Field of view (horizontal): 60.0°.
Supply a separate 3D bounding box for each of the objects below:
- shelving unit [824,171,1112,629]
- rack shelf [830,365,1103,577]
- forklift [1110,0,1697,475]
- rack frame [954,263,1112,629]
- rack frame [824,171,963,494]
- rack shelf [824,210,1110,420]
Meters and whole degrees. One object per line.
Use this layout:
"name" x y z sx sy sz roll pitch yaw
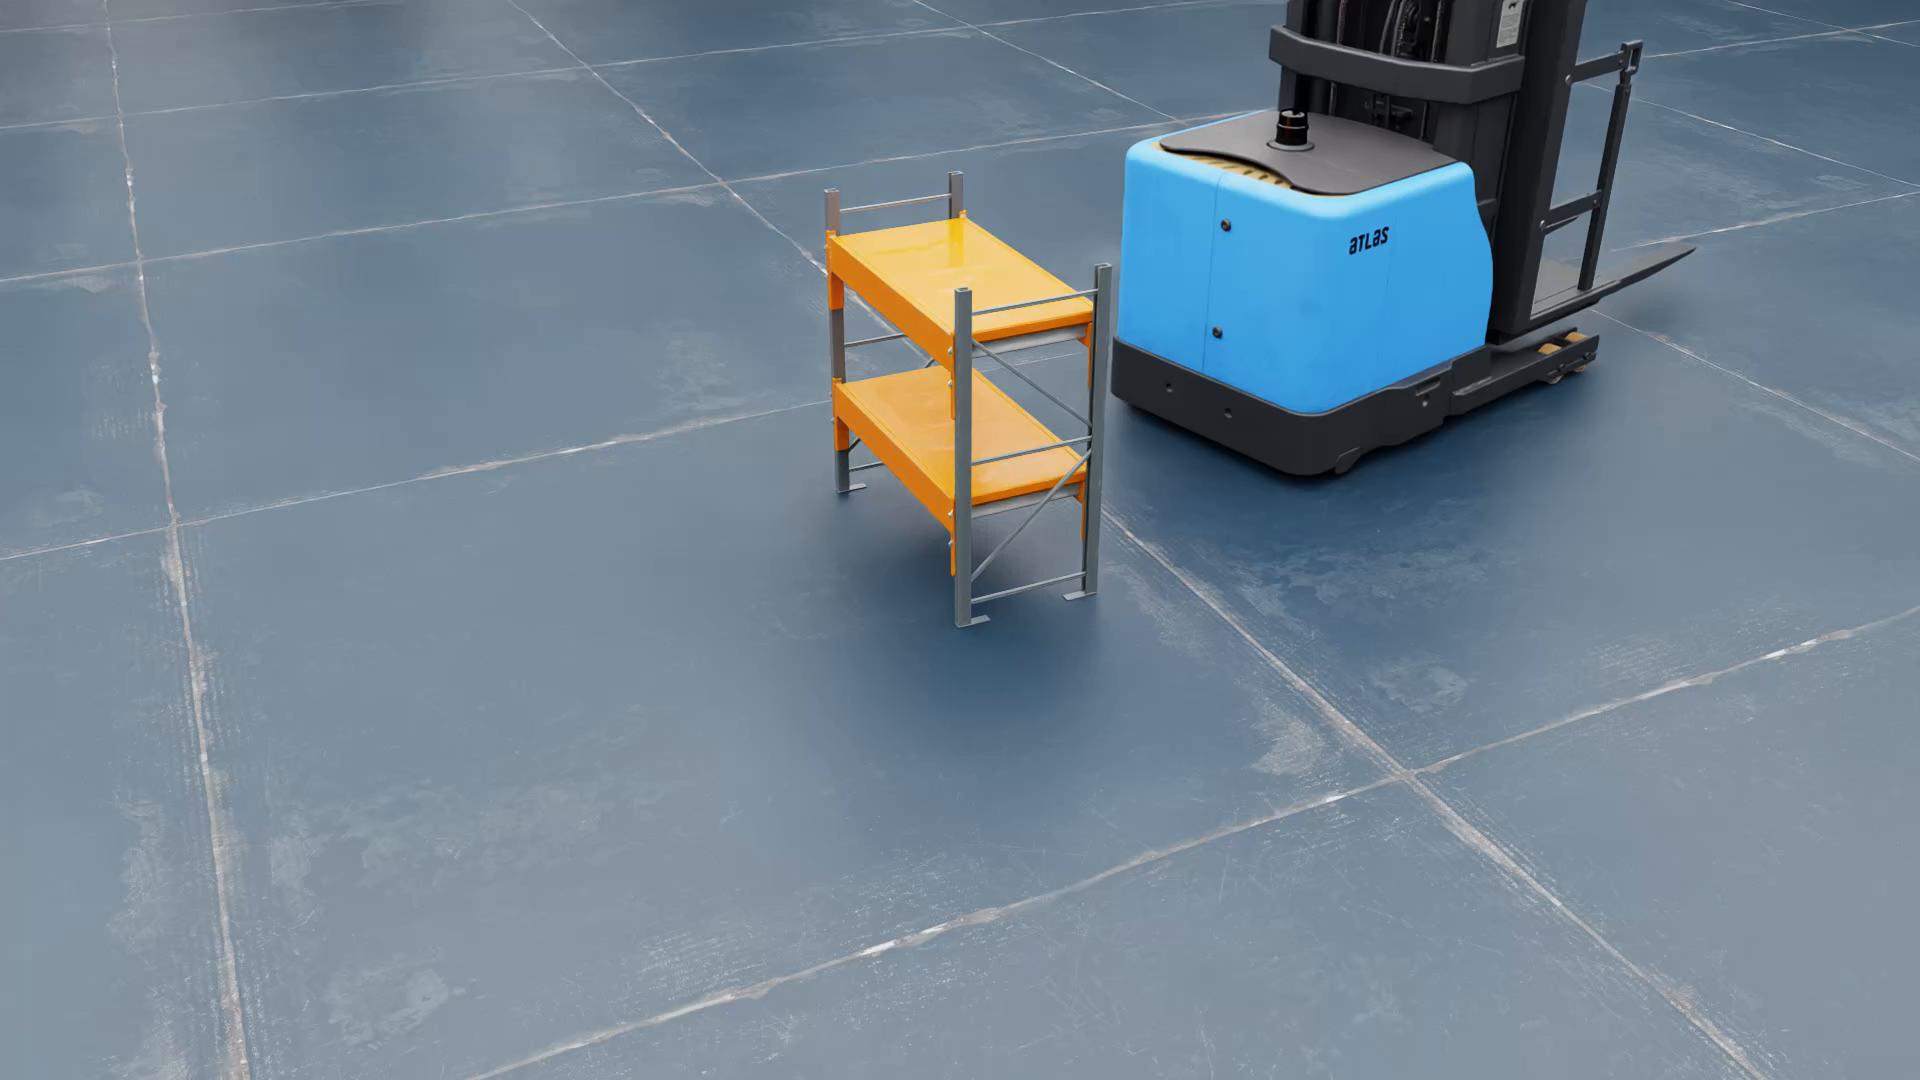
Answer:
"shelving unit" -0.003 -0.494 5.480 0.538 1.125 1.048 -13 32 -22
"rack shelf" -0.003 -0.280 5.600 0.538 0.278 1.000 -13 32 -22
"forklift" 2.056 -2.100 6.499 3.031 2.935 1.130 -22 36 -34
"rack frame" 0.215 -0.269 5.080 0.500 1.125 0.032 -13 32 -22
"rack frame" -0.221 -0.718 5.881 0.500 1.125 0.032 -13 32 -22
"rack shelf" -0.003 -0.749 5.337 0.538 0.278 1.000 -13 32 -22
